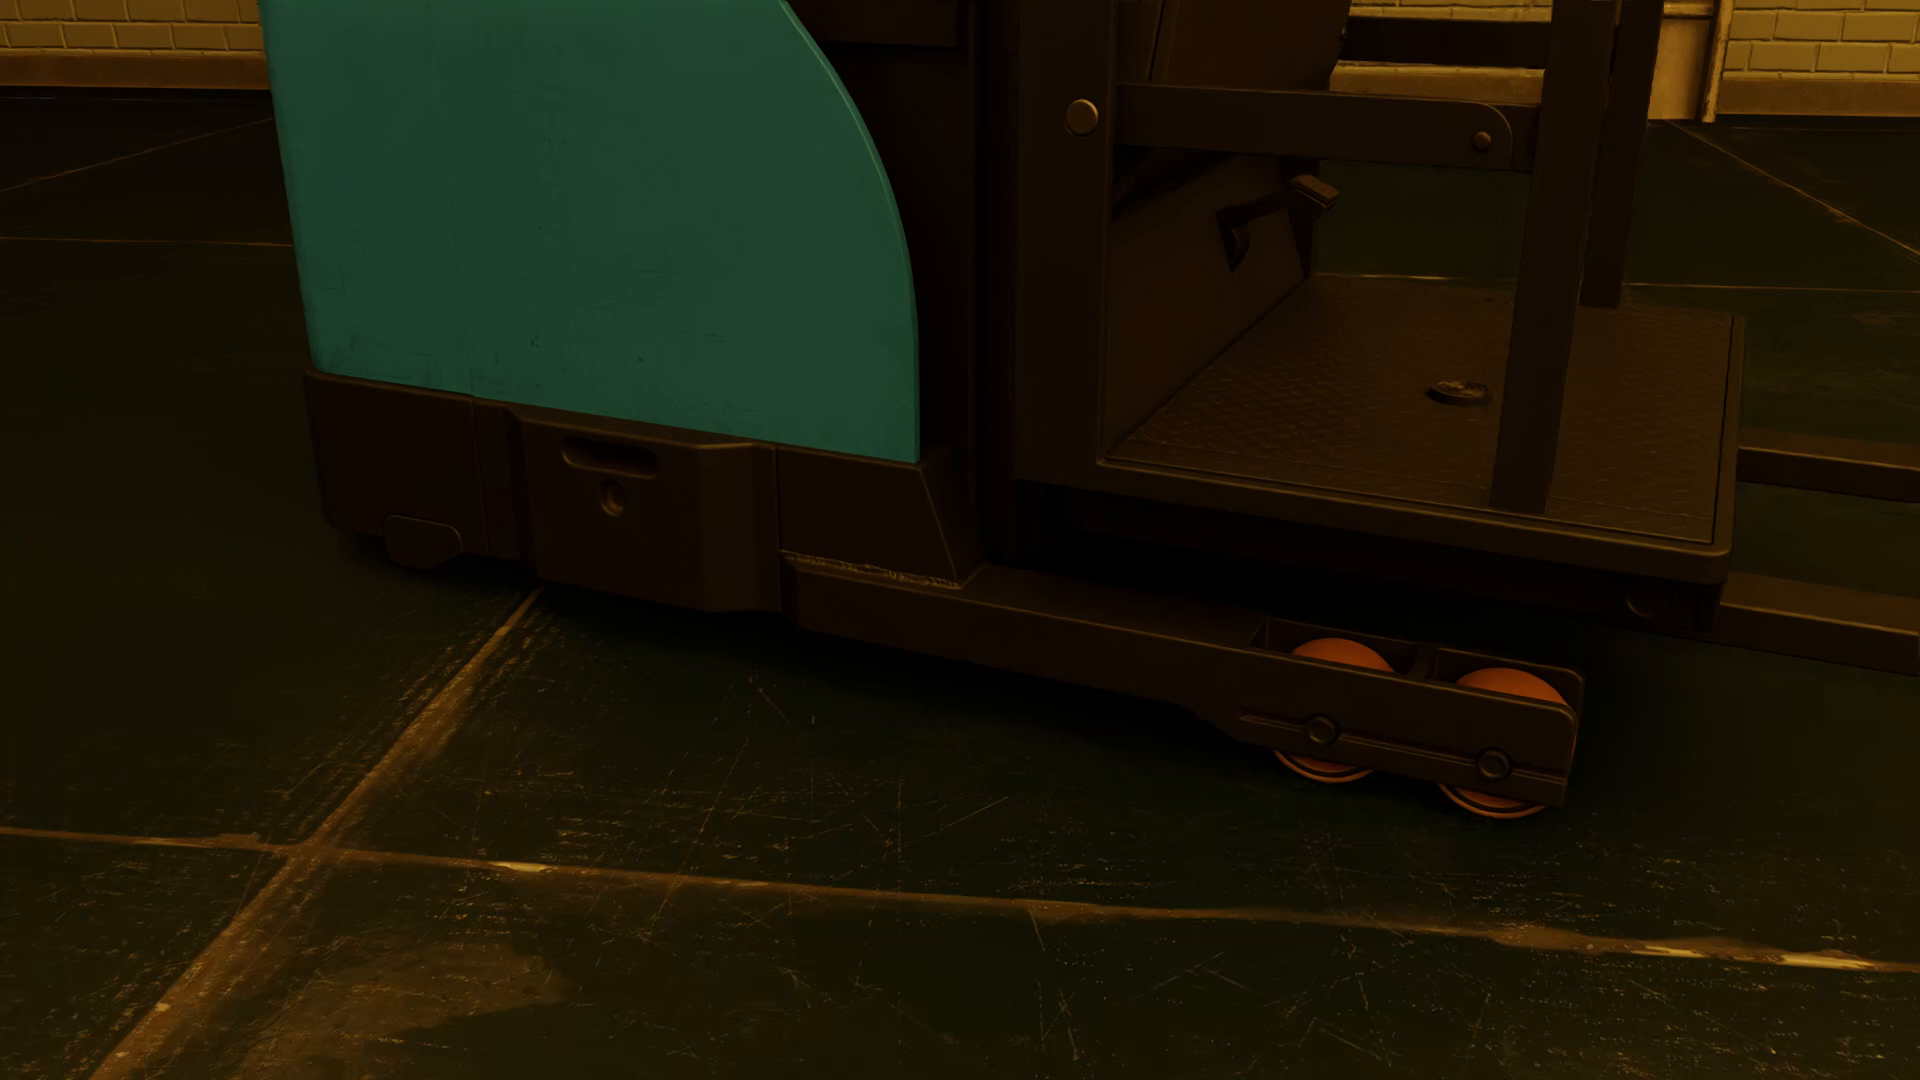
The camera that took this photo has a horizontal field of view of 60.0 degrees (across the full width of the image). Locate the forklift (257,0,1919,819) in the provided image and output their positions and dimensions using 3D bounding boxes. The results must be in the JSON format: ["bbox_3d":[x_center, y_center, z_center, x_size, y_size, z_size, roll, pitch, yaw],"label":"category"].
[{"bbox_3d":[0.567,-1.269,1.906,3.031,2.935,1.130,10,24,23],"label":"forklift"}]
